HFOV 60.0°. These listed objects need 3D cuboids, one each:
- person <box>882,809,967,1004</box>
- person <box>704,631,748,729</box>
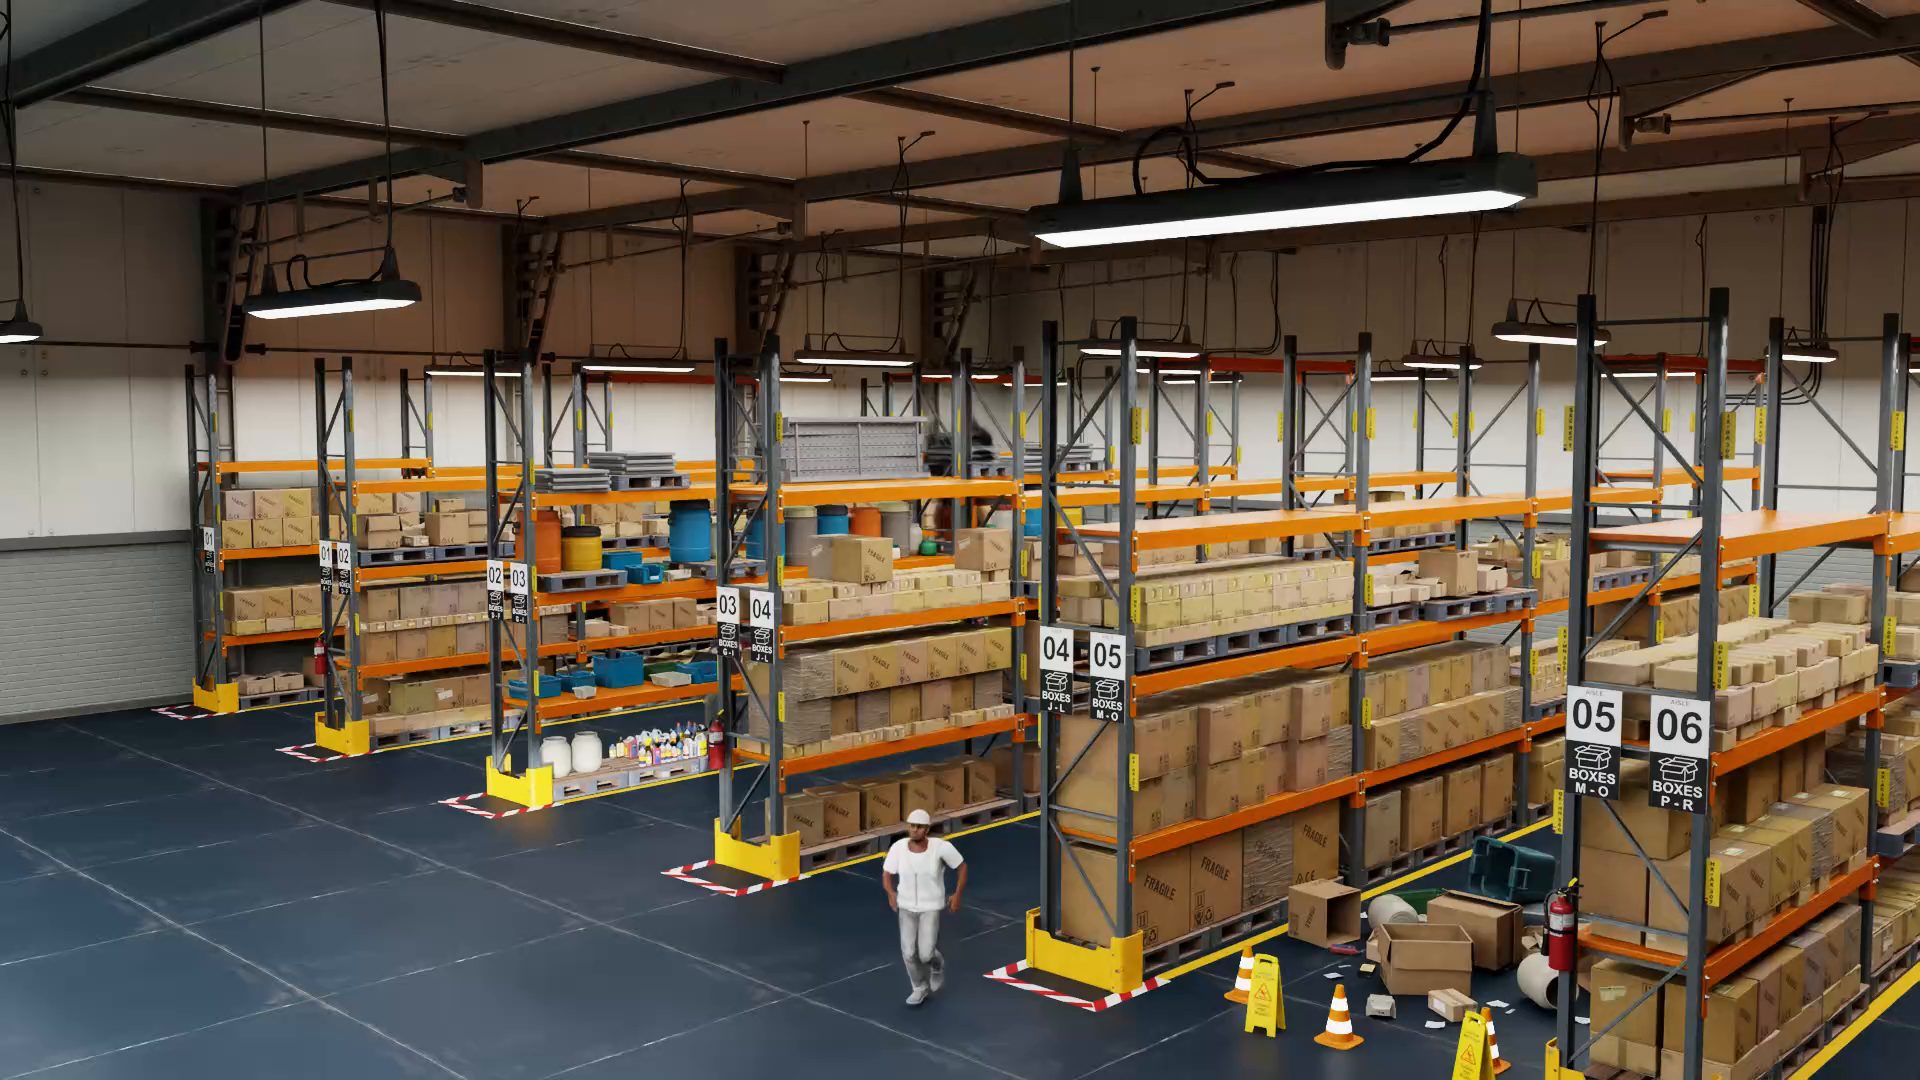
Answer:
[{"bbox_3d":[-0.333,3.193,14.483,0.736,1.721,0.597,1,4,12],"label":"person"},{"bbox_3d":[-3.830,2.271,26.573,0.581,1.676,0.911,4,6,40],"label":"person"}]
